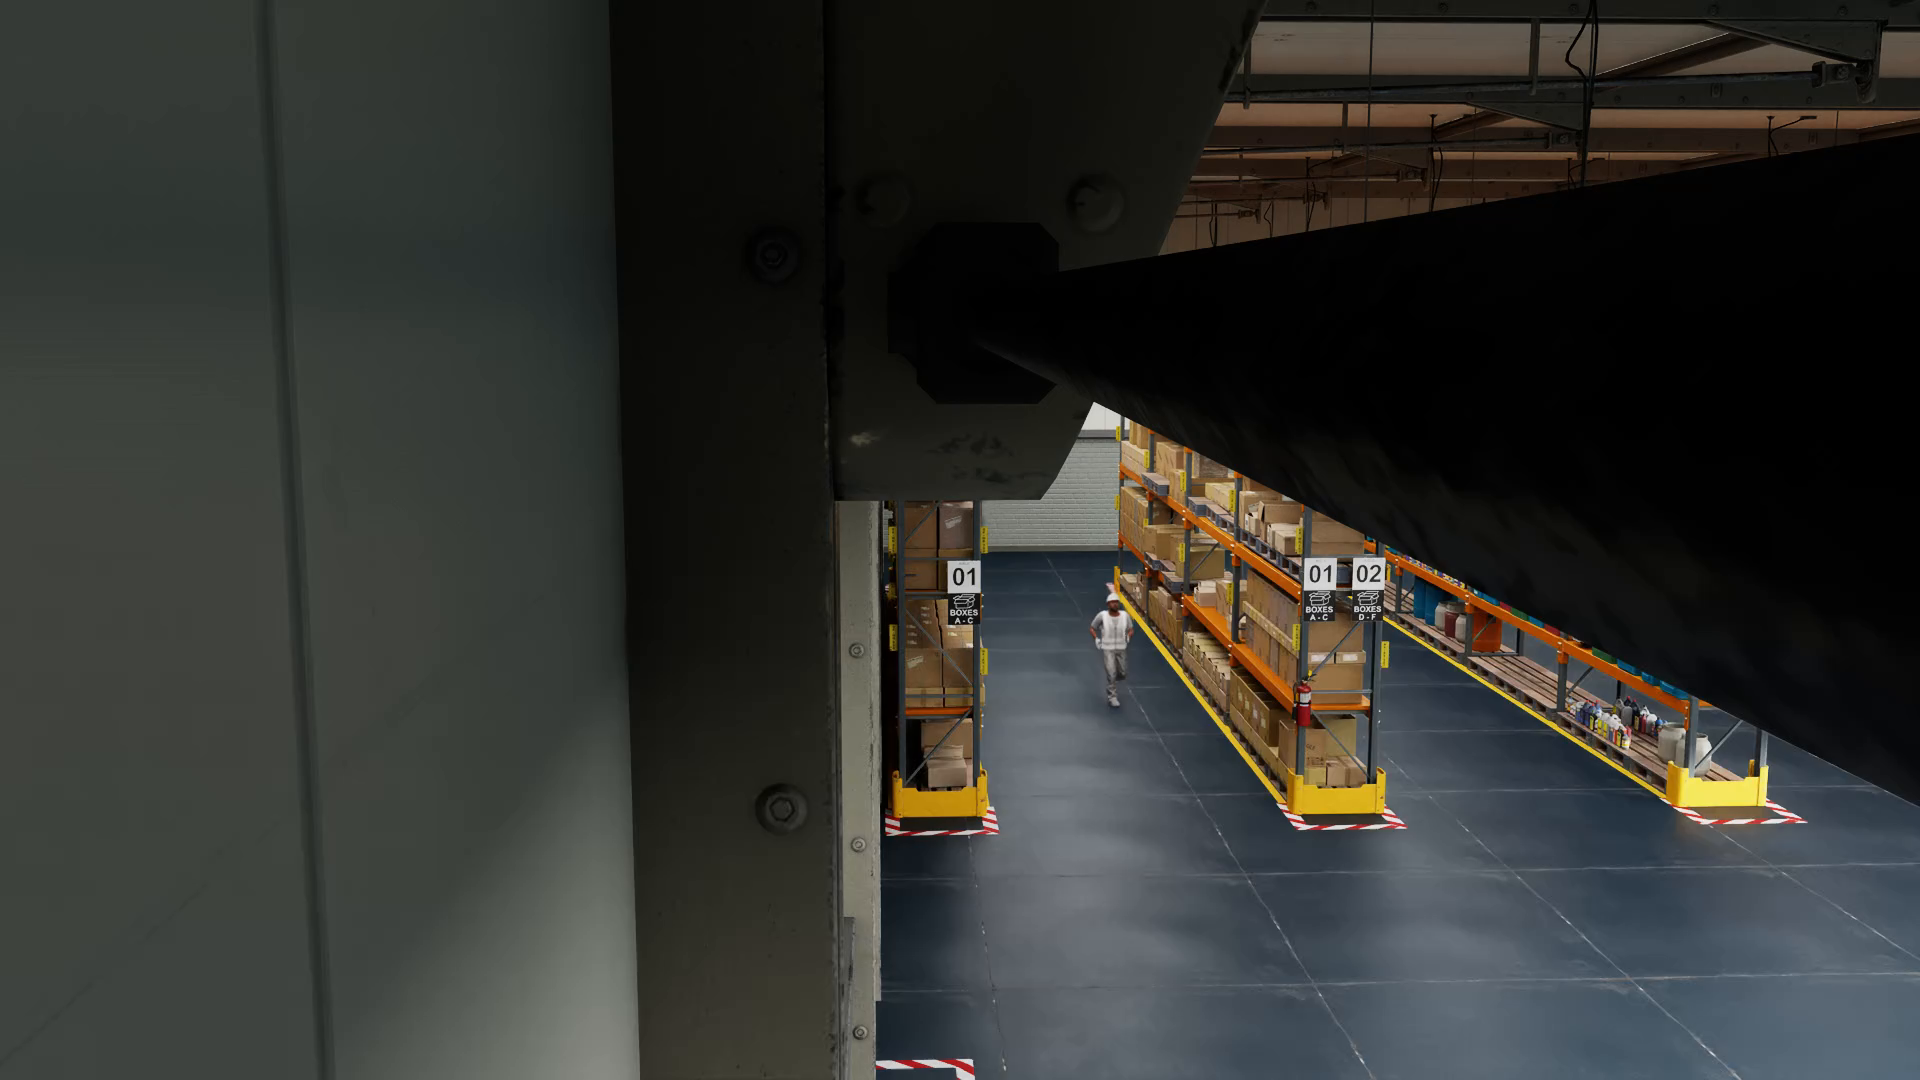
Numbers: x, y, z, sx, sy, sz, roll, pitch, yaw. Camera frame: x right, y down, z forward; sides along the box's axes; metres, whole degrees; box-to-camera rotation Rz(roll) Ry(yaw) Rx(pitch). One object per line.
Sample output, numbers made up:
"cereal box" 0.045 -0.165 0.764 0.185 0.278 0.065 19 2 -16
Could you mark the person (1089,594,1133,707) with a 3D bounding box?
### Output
"person" 2.400 1.710 26.184 0.694 1.747 0.804 -1 8 -10
